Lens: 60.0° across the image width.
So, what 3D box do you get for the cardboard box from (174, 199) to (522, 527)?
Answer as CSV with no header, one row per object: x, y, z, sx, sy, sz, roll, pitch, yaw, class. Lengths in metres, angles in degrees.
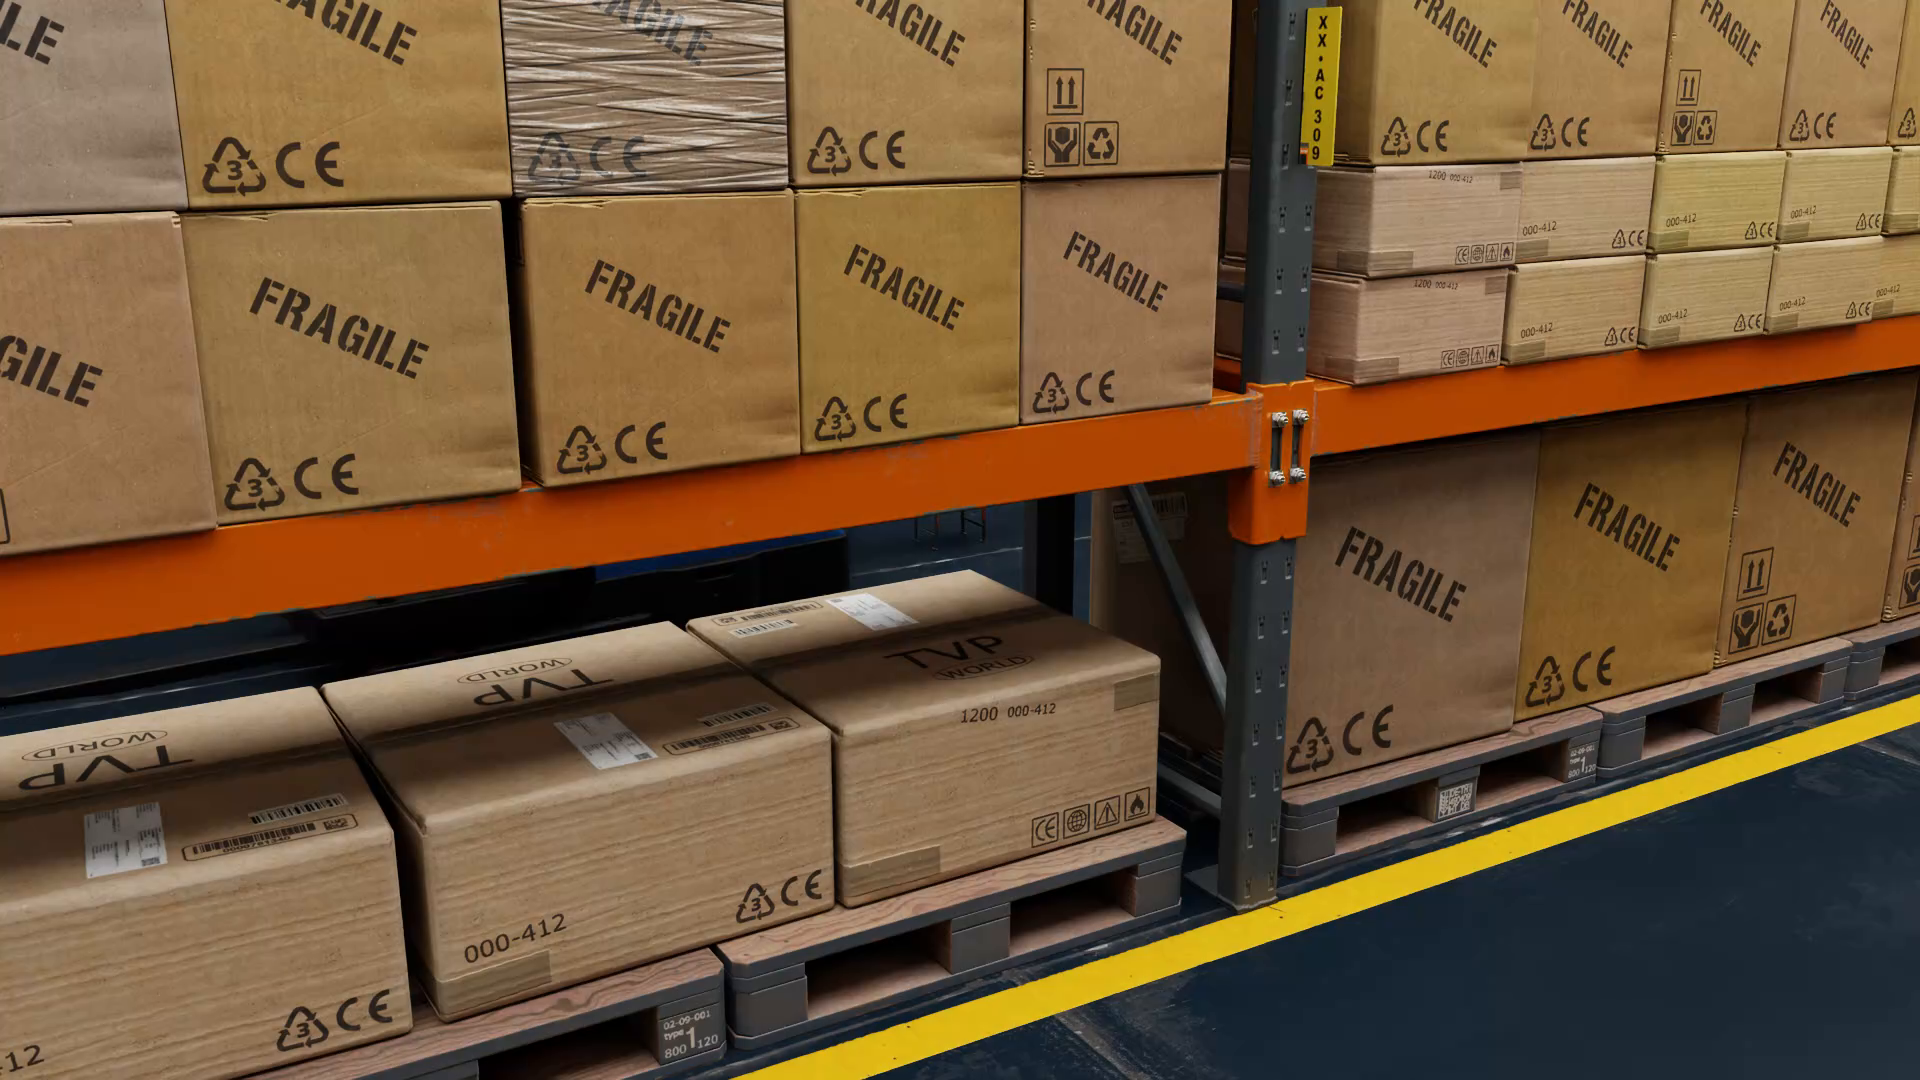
-1.100,-0.351,2.919,0.500,0.500,0.500,-9,18,-28,cardboard box

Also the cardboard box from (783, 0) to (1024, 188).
-0.218,-0.973,3.287,0.500,0.500,0.500,-10,18,-31,cardboard box

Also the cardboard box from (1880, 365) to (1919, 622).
3.278,-0.300,6.081,0.875,0.875,0.875,-9,18,-30,cardboard box

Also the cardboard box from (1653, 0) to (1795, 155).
1.862,-1.312,4.496,0.500,0.500,0.500,-10,18,-31,cardboard box

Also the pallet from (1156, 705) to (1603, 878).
1.106,0.576,4.963,1.213,0.211,1.003,-9,18,-30,pallet

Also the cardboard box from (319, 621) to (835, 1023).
-0.877,0.577,3.764,0.875,0.438,0.875,-10,18,-31,cardboard box

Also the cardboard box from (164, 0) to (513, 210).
-1.083,-0.832,2.784,0.500,0.500,0.500,-9,18,-29,cardboard box

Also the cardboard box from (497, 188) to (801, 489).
-0.644,-0.420,3.166,0.500,0.500,0.500,-10,18,-31,cardboard box

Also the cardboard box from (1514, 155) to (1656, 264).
1.439,-0.885,4.362,0.500,0.250,0.500,-9,18,-29,cardboard box

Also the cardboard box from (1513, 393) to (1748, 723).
1.744,-0.053,5.200,0.875,0.875,0.875,-9,18,-28,cardboard box

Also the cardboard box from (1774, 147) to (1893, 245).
2.317,-1.020,4.842,0.500,0.250,0.500,-10,18,-31,cardboard box

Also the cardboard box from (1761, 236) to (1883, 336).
2.321,-0.777,4.901,0.500,0.250,0.500,-10,18,-31,cardboard box

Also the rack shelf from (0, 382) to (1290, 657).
-1.231,-0.017,3.247,4.000,0.370,1.077,-9,18,-30,rack shelf

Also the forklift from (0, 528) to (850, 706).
-1.921,-1.013,5.593,3.031,2.935,1.130,-11,19,-34,forklift

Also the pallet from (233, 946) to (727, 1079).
-1.255,0.959,3.597,1.213,0.211,1.003,-9,18,-30,pallet

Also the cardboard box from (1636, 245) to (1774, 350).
1.887,-0.709,4.661,0.500,0.250,0.500,-9,18,-30,cardboard box

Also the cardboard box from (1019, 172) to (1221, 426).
0.218,-0.566,3.687,0.500,0.500,0.500,-9,18,-29,cardboard box

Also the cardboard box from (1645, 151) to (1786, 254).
1.885,-0.949,4.590,0.500,0.250,0.500,-9,18,-29,cardboard box

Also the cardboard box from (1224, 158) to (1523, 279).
1.006,-0.806,4.080,0.500,0.250,0.500,-10,18,-31,cardboard box

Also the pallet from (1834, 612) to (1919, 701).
3.198,0.237,6.173,1.213,0.211,1.003,-9,18,-30,pallet

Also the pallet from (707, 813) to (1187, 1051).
-0.208,0.789,4.206,1.213,0.211,1.003,-9,18,-30,pallet

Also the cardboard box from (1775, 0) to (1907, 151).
2.302,-1.386,4.758,0.500,0.500,0.500,-10,18,-31,cardboard box

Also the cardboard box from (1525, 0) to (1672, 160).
1.431,-1.243,4.249,0.500,0.500,0.500,-9,18,-30,cardboard box

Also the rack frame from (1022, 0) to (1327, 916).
0.484,-0.642,4.142,0.127,3.000,1.000,-9,18,-30,rack frame

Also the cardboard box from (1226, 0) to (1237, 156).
0.737,-1.292,4.422,0.500,0.500,0.500,-9,18,-28,cardboard box

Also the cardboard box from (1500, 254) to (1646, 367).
1.440,-0.642,4.420,0.500,0.250,0.500,-10,18,-31,cardboard box

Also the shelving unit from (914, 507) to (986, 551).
-0.046,-0.498,7.242,0.252,1.050,0.215,-9,18,-30,shelving unit

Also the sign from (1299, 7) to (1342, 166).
0.771,-0.969,3.557,0.005,0.325,0.100,-9,18,-30,sign

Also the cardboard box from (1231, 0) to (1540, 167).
1.009,-1.166,3.974,0.500,0.500,0.500,-9,18,-29,cardboard box

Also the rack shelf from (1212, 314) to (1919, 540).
2.198,-0.573,5.231,4.000,0.370,1.077,-9,18,-30,rack shelf

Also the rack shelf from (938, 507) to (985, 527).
-0.046,-0.220,7.319,0.240,0.259,0.215,-9,18,-30,rack shelf

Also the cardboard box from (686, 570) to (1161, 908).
-0.110,0.452,4.208,0.875,0.438,0.875,-10,18,-31,cardboard box

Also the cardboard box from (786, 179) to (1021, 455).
-0.220,-0.493,3.428,0.500,0.500,0.500,-10,18,-31,cardboard box

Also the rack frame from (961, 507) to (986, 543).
0.059,-0.515,7.302,0.008,1.050,0.200,-9,18,-30,rack frame

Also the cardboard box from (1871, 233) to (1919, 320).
2.743,-0.854,5.178,0.500,0.250,0.500,-9,18,-30,cardboard box

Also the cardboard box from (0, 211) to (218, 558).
-1.521,-0.277,2.657,0.500,0.500,0.500,-9,18,-30,cardboard box

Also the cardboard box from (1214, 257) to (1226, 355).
0.738,-0.690,4.593,0.500,0.250,0.500,-10,18,-31,cardboard box

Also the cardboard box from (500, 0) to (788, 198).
-0.649,-0.900,3.026,0.500,0.500,0.500,-9,18,-29,cardboard box

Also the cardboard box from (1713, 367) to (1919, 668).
2.511,-0.177,5.643,0.875,0.875,0.875,-9,18,-29,cardboard box

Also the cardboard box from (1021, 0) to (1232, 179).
0.222,-1.042,3.531,0.500,0.500,0.500,-9,18,-30,cardboard box

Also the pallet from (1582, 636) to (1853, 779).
2.153,0.406,5.572,1.213,0.211,1.003,-9,18,-30,pallet

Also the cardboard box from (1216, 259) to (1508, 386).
0.997,-0.570,4.162,0.500,0.250,0.500,-10,18,-31,cardboard box

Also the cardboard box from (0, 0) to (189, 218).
-1.510,-0.763,2.536,0.500,0.500,0.500,-9,18,-30,cardboard box

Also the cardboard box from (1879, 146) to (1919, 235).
2.762,-1.092,5.100,0.500,0.250,0.500,-10,18,-31,cardboard box

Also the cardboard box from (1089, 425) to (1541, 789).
0.974,0.074,4.745,0.875,0.875,0.875,-9,18,-28,cardboard box

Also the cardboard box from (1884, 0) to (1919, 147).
2.739,-1.454,5.003,0.500,0.500,0.500,-9,18,-30,cardboard box

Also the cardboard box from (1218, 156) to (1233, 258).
0.737,-0.928,4.514,0.500,0.250,0.500,-9,18,-30,cardboard box

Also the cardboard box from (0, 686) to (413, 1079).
-1.651,0.702,3.318,0.875,0.438,0.875,-9,18,-28,cardboard box

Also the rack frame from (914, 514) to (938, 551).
-0.150,-0.481,7.181,0.008,1.050,0.200,-9,18,-30,rack frame
